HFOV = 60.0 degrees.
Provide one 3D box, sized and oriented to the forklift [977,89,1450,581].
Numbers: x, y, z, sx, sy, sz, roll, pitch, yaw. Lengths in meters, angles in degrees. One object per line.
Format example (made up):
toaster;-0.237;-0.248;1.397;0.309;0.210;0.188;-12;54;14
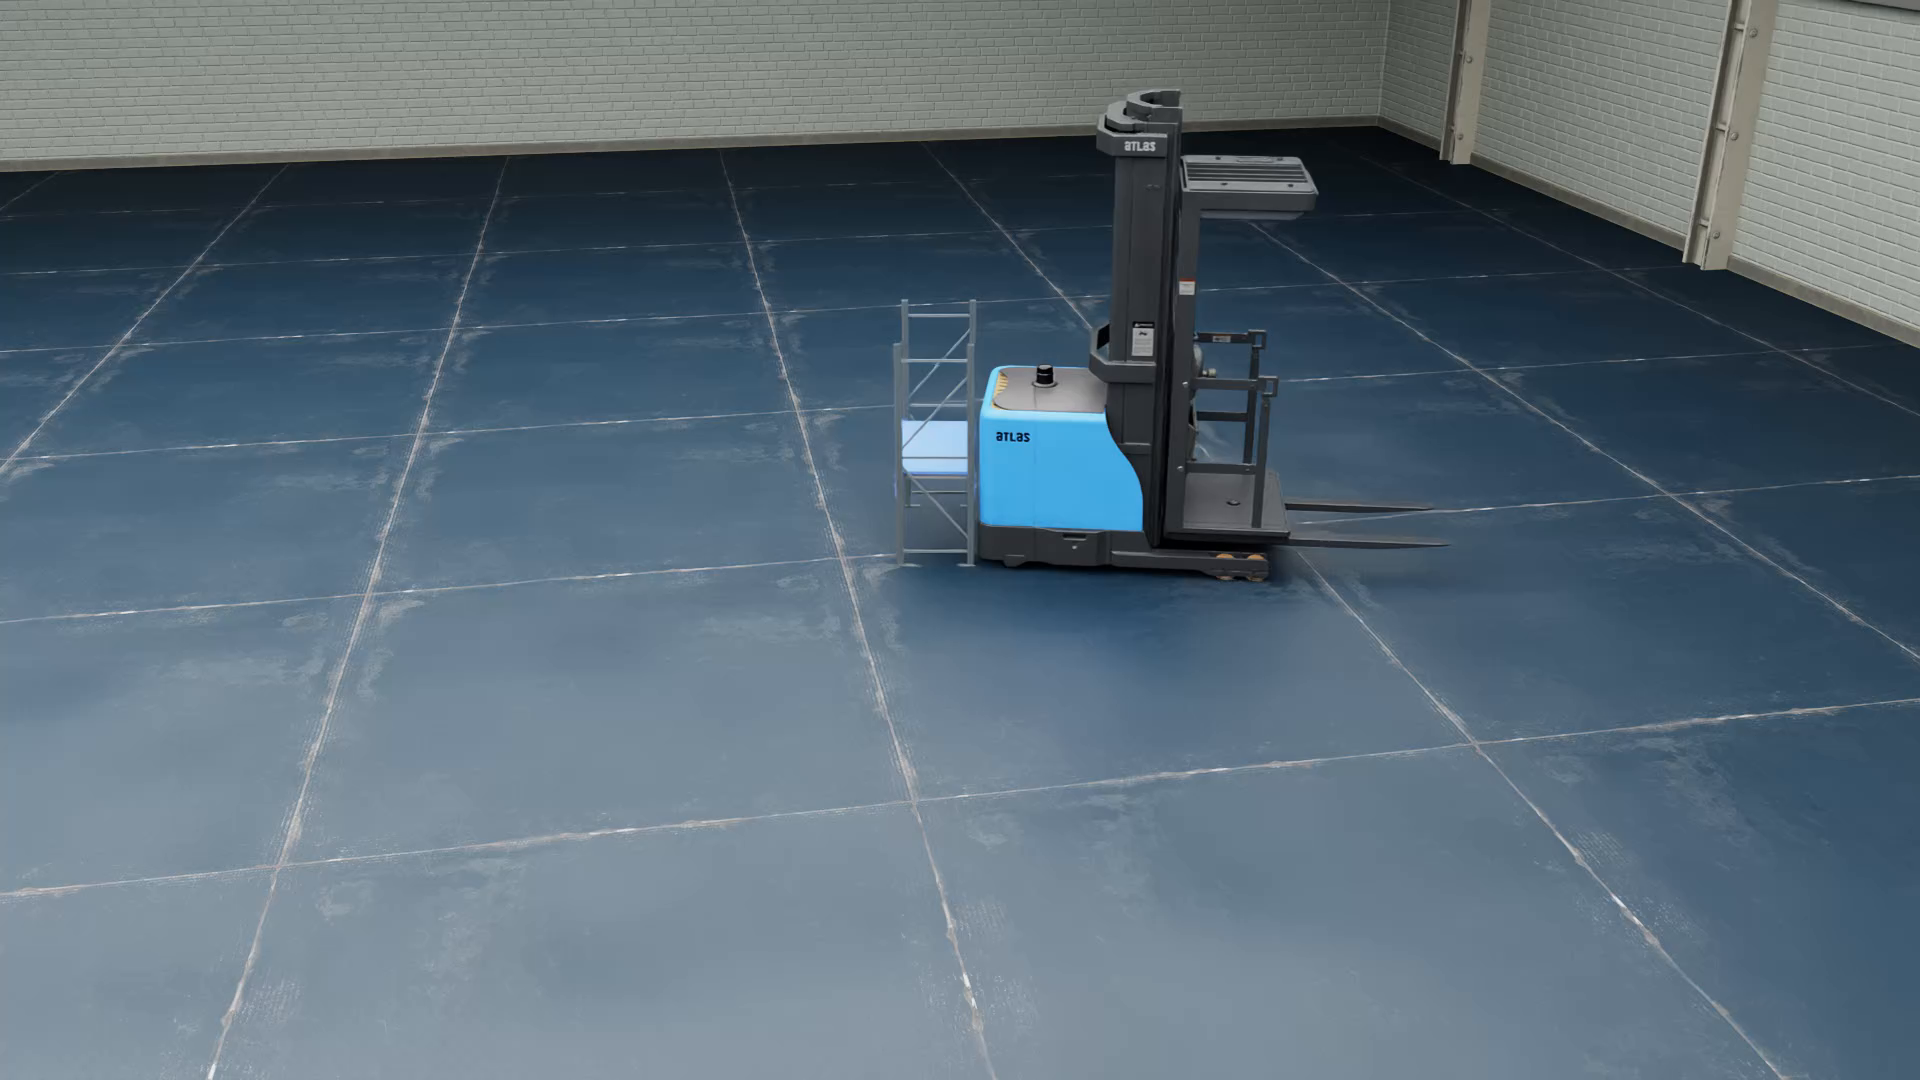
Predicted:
forklift;1.661;-1.302;10.569;3.031;2.935;1.130;2;24;5

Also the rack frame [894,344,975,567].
rack frame;-0.159;-0.519;10.565;0.500;1.500;0.032;0;24;1

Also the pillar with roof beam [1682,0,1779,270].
pillar with roof beam;3.883;-6.799;15.575;9.100;9.000;0.400;-4;24;-10

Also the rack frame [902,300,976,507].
rack frame;-0.143;-0.926;11.497;0.500;1.500;0.032;0;24;1

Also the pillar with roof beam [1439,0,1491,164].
pillar with roof beam;2.773;-9.159;20.978;9.100;9.000;0.400;-4;24;-10

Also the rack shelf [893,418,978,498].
rack shelf;-0.151;-0.558;11.103;0.538;0.185;1.000;0;24;1

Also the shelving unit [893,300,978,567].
shelving unit;-0.151;-0.723;11.031;0.538;1.500;1.048;0;24;1
